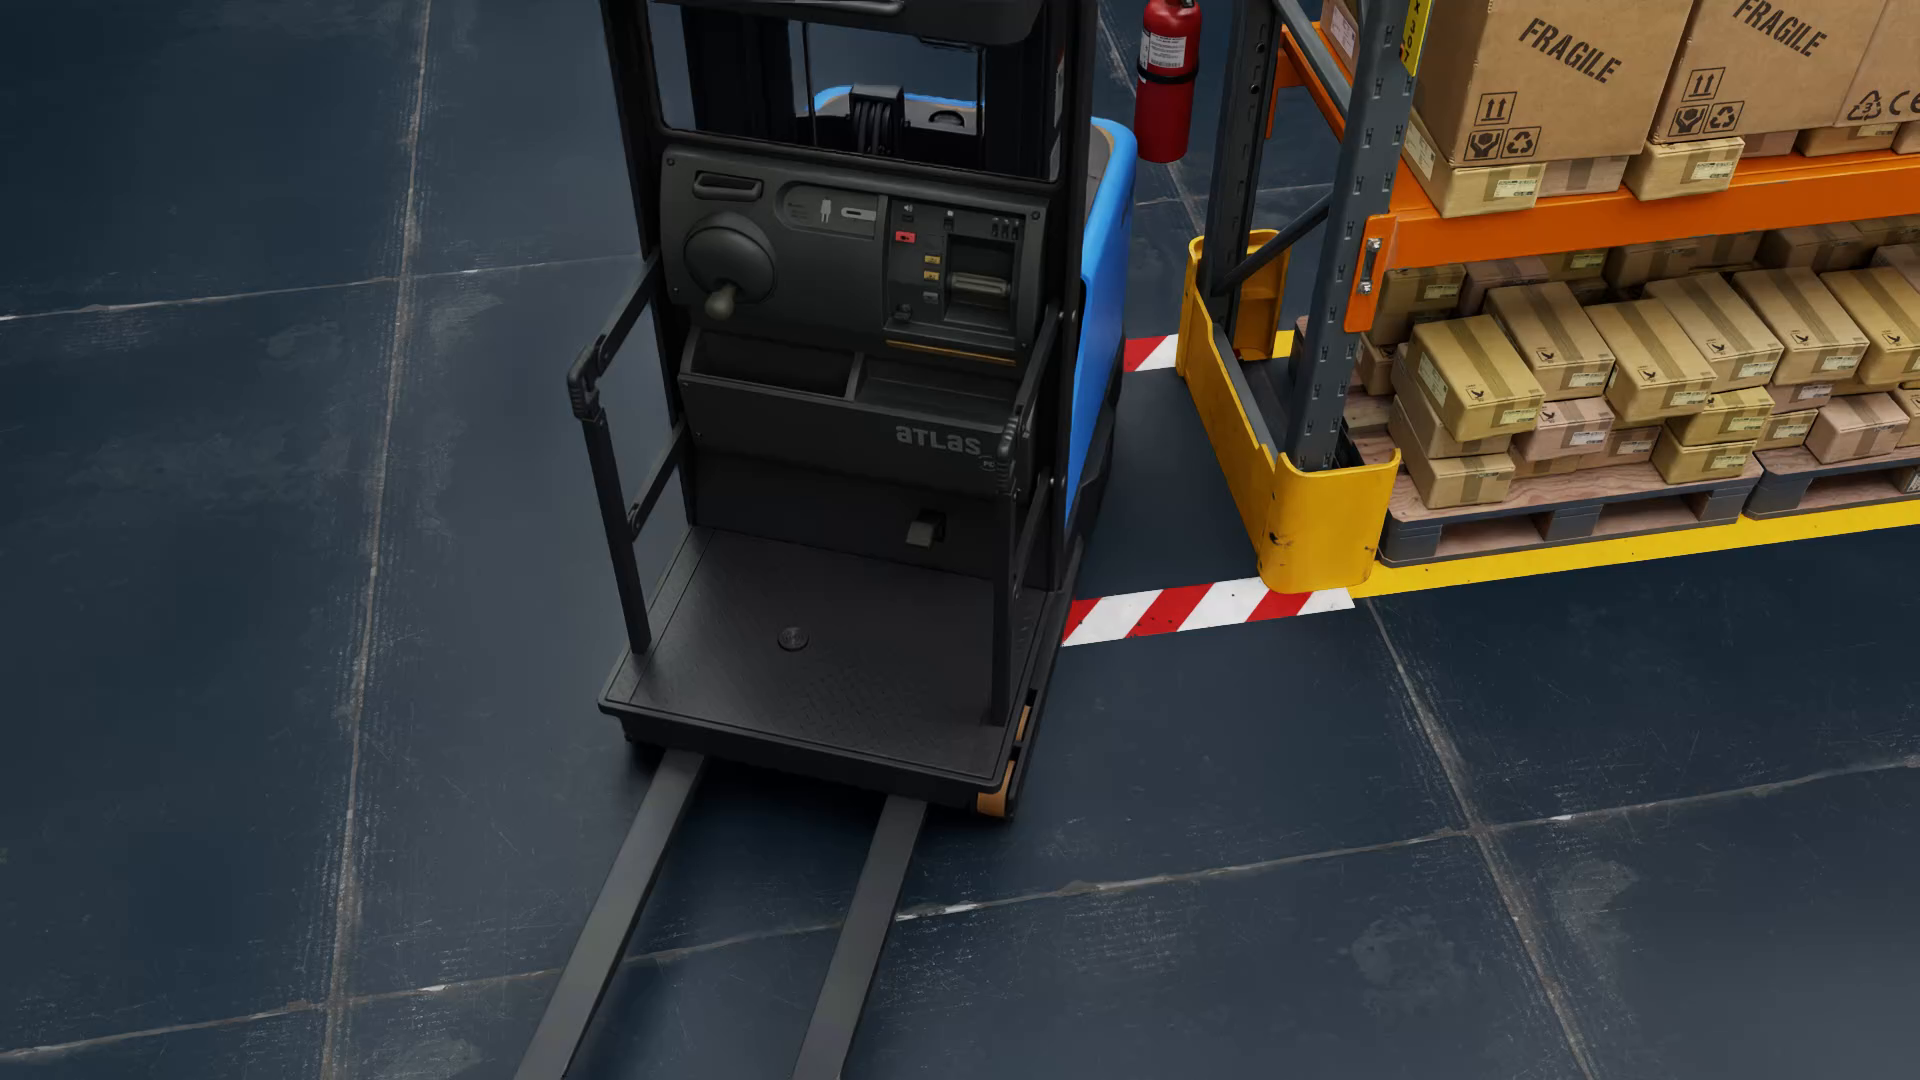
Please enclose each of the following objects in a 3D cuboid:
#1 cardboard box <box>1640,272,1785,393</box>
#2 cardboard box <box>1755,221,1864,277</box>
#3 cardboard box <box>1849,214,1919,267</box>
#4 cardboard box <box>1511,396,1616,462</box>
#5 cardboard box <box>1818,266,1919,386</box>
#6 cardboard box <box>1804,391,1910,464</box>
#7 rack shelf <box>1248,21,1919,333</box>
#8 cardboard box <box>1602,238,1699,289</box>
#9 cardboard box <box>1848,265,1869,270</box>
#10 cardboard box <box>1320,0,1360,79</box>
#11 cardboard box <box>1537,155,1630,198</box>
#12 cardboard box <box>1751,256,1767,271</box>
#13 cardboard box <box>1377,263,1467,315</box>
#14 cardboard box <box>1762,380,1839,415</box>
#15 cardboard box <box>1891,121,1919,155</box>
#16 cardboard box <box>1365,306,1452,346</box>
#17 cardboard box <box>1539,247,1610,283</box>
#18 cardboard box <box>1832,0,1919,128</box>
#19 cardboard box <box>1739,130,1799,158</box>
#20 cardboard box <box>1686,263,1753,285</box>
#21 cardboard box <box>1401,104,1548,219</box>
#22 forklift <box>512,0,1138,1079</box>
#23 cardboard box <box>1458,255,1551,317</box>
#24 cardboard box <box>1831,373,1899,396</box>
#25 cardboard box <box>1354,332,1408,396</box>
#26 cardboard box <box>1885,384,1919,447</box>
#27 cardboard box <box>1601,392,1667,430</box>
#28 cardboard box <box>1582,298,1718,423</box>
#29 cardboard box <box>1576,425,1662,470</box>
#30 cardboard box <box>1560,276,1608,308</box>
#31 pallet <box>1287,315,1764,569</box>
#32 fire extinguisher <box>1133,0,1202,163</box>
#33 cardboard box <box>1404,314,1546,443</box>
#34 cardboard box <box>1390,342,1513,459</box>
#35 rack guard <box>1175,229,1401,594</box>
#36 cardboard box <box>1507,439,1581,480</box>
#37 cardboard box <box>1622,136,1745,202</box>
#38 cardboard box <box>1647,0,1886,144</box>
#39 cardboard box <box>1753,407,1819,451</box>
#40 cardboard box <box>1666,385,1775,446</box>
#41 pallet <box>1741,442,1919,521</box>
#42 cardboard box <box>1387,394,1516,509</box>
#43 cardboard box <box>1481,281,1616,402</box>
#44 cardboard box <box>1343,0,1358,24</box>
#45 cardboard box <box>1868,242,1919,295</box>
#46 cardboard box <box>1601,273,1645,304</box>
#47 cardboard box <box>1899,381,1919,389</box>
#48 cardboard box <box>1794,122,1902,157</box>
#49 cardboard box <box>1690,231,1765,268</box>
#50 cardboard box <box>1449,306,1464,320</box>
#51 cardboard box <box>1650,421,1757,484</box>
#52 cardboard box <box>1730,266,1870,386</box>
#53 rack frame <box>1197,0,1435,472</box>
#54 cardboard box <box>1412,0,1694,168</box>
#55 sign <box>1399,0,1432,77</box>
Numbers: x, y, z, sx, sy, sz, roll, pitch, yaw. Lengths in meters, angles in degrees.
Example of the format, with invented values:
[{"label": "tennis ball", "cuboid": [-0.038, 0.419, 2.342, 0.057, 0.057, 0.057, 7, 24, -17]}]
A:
[{"label": "cardboard box", "cuboid": [2.265, -0.629, 5.048, 0.250, 0.149, 0.380, -9, 47, -9]}, {"label": "cardboard box", "cuboid": [2.709, -1.027, 5.431, 0.250, 0.149, 0.380, -9, 47, -8]}, {"label": "cardboard box", "cuboid": [2.962, -1.079, 5.482, 0.250, 0.149, 0.380, -7, 46, -7]}, {"label": "cardboard box", "cuboid": [1.779, -0.430, 5.063, 0.250, 0.149, 0.380, -7, 47, -7]}, {"label": "cardboard box", "cuboid": [2.807, -0.656, 5.074, 0.250, 0.149, 0.380, -6, 46, -6]}, {"label": "cardboard box", "cuboid": [2.764, -0.435, 5.274, 0.250, 0.149, 0.380, -9, 47, -9]}, {"label": "rack shelf", "cuboid": [2.910, -1.290, 4.910, 4.000, 0.370, 1.077, -7, 46, -7]}, {"label": "cardboard box", "cuboid": [2.175, -1.001, 5.406, 0.250, 0.149, 0.380, -9, 47, -8]}, {"label": "cardboard box", "cuboid": [2.953, -1.031, 5.642, 0.250, 0.149, 0.380, -7, 46, -6]}, {"label": "cardboard box", "cuboid": [1.213, -1.448, 4.736, 0.250, 0.149, 0.380, -7, 46, -7]}, {"label": "cardboard box", "cuboid": [1.558, -1.075, 4.377, 0.250, 0.149, 0.380, -6, 46, -5]}, {"label": "cardboard box", "cuboid": [2.686, -0.977, 5.590, 0.250, 0.149, 0.380, -5, 46, -5]}, {"label": "cardboard box", "cuboid": [1.418, -0.902, 5.311, 0.250, 0.149, 0.380, -7, 46, -6]}, {"label": "cardboard box", "cuboid": [2.522, -0.577, 5.204, 0.250, 0.149, 0.380, -9, 47, -9]}, {"label": "cardboard box", "cuboid": [2.584, -1.225, 4.522, 0.250, 0.149, 0.380, -8, 47, -8]}, {"label": "cardboard box", "cuboid": [1.411, -0.821, 5.440, 0.250, 0.149, 0.380, -8, 47, -8]}, {"label": "cardboard box", "cuboid": [1.909, -1.014, 5.419, 0.250, 0.149, 0.380, -8, 47, -8]}, {"label": "cardboard box", "cuboid": [2.437, -1.426, 4.265, 0.500, 0.500, 0.500, -7, 46, -6]}, {"label": "cardboard box", "cuboid": [2.065, -1.199, 4.497, 0.250, 0.149, 0.380, -5, 46, -5]}, {"label": "cardboard box", "cuboid": [2.431, -0.959, 5.573, 0.250, 0.149, 0.380, -6, 46, -6]}, {"label": "cardboard box", "cuboid": [1.315, -1.014, 4.319, 0.250, 0.149, 0.380, -7, 47, -7]}, {"label": "forklift", "cuboid": [-0.312, -0.578, 3.771, 1.130, 2.935, 3.031, 10, 47, 10]}, {"label": "cardboard box", "cuboid": [1.675, -0.892, 5.301, 0.250, 0.149, 0.380, -6, 46, -6]}, {"label": "cardboard box", "cuboid": [2.782, -0.640, 5.265, 0.250, 0.149, 0.380, -5, 46, -5]}, {"label": "cardboard box", "cuboid": [1.423, -0.663, 5.494, 0.250, 0.149, 0.380, -6, 46, -6]}, {"label": "cardboard box", "cuboid": [3.032, -0.487, 5.325, 0.250, 0.149, 0.380, -7, 46, -7]}, {"label": "cardboard box", "cuboid": [2.005, -0.523, 5.152, 0.250, 0.149, 0.380, -7, 46, -6]}, {"label": "cardboard box", "cuboid": [2.035, -0.540, 4.962, 0.250, 0.149, 0.380, -7, 47, -7]}, {"label": "cardboard box", "cuboid": [1.998, -0.413, 5.254, 0.250, 0.149, 0.380, -7, 46, -6]}, {"label": "cardboard box", "cuboid": [1.923, -0.886, 5.502, 0.250, 0.149, 0.380, -9, 47, -8]}, {"label": "pallet", "cuboid": [1.821, -0.411, 5.499, 1.213, 0.211, 1.003, -7, 46, -7]}, {"label": "fire extinguisher", "cuboid": [0.613, -1.434, 4.862, 0.183, 0.674, 0.296, -7, 46, -7]}, {"label": "cardboard box", "cuboid": [1.514, -0.480, 4.905, 0.250, 0.149, 0.380, -9, 47, -9]}, {"label": "cardboard box", "cuboid": [1.499, -0.436, 5.069, 0.250, 0.149, 0.380, -5, 46, -5]}, {"label": "rack guard", "cuboid": [1.014, -0.436, 5.323, 0.348, 0.500, 1.175, -7, 46, -7]}, {"label": "cardboard box", "cuboid": [1.754, -0.378, 5.219, 0.250, 0.149, 0.380, -7, 47, -7]}, {"label": "cardboard box", "cuboid": [1.832, -1.070, 4.372, 0.250, 0.149, 0.380, -8, 47, -8]}, {"label": "cardboard box", "cuboid": [1.952, -1.375, 4.216, 0.500, 0.500, 0.500, -7, 46, -7]}, {"label": "cardboard box", "cuboid": [2.503, -0.466, 5.304, 0.250, 0.149, 0.380, -7, 46, -7]}, {"label": "cardboard box", "cuboid": [2.276, -0.477, 5.108, 0.250, 0.149, 0.380, -6, 46, -6]}, {"label": "pallet", "cuboid": [3.020, -0.558, 5.641, 1.213, 0.211, 1.003, -7, 46, -7]}, {"label": "cardboard box", "cuboid": [1.510, -0.288, 5.132, 0.250, 0.149, 0.380, -6, 46, -6]}, {"label": "cardboard box", "cuboid": [1.765, -0.600, 5.020, 0.250, 0.149, 0.380, -6, 46, -6]}, {"label": "cardboard box", "cuboid": [1.338, -1.670, 4.500, 0.500, 0.500, 0.500, -6, 46, -6]}, {"label": "cardboard box", "cuboid": [3.038, -0.755, 5.169, 0.250, 0.149, 0.380, -7, 46, -7]}, {"label": "cardboard box", "cuboid": [2.205, -0.846, 5.464, 0.250, 0.149, 0.380, -8, 47, -7]}, {"label": "cardboard box", "cuboid": [3.050, -0.666, 5.290, 0.250, 0.149, 0.380, -5, 46, -5]}, {"label": "cardboard box", "cuboid": [2.336, -1.215, 4.512, 0.250, 0.149, 0.380, -8, 47, -7]}, {"label": "cardboard box", "cuboid": [2.430, -1.073, 5.476, 0.250, 0.149, 0.380, -6, 46, -5]}, {"label": "cardboard box", "cuboid": [1.678, -0.815, 5.434, 0.250, 0.149, 0.380, -8, 47, -8]}, {"label": "cardboard box", "cuboid": [2.268, -0.367, 5.209, 0.250, 0.149, 0.380, -7, 46, -6]}, {"label": "cardboard box", "cuboid": [2.540, -0.656, 5.074, 0.250, 0.149, 0.380, -5, 46, -5]}, {"label": "rack frame", "cuboid": [0.939, -1.294, 4.414, 0.127, 3.000, 1.000, -7, 46, -7]}, {"label": "cardboard box", "cuboid": [1.429, -1.291, 4.135, 0.500, 0.500, 0.500, -5, 46, -5]}, {"label": "sign", "cuboid": [1.032, -1.209, 3.731, 0.005, 0.325, 0.100, -7, 46, -7]}]
